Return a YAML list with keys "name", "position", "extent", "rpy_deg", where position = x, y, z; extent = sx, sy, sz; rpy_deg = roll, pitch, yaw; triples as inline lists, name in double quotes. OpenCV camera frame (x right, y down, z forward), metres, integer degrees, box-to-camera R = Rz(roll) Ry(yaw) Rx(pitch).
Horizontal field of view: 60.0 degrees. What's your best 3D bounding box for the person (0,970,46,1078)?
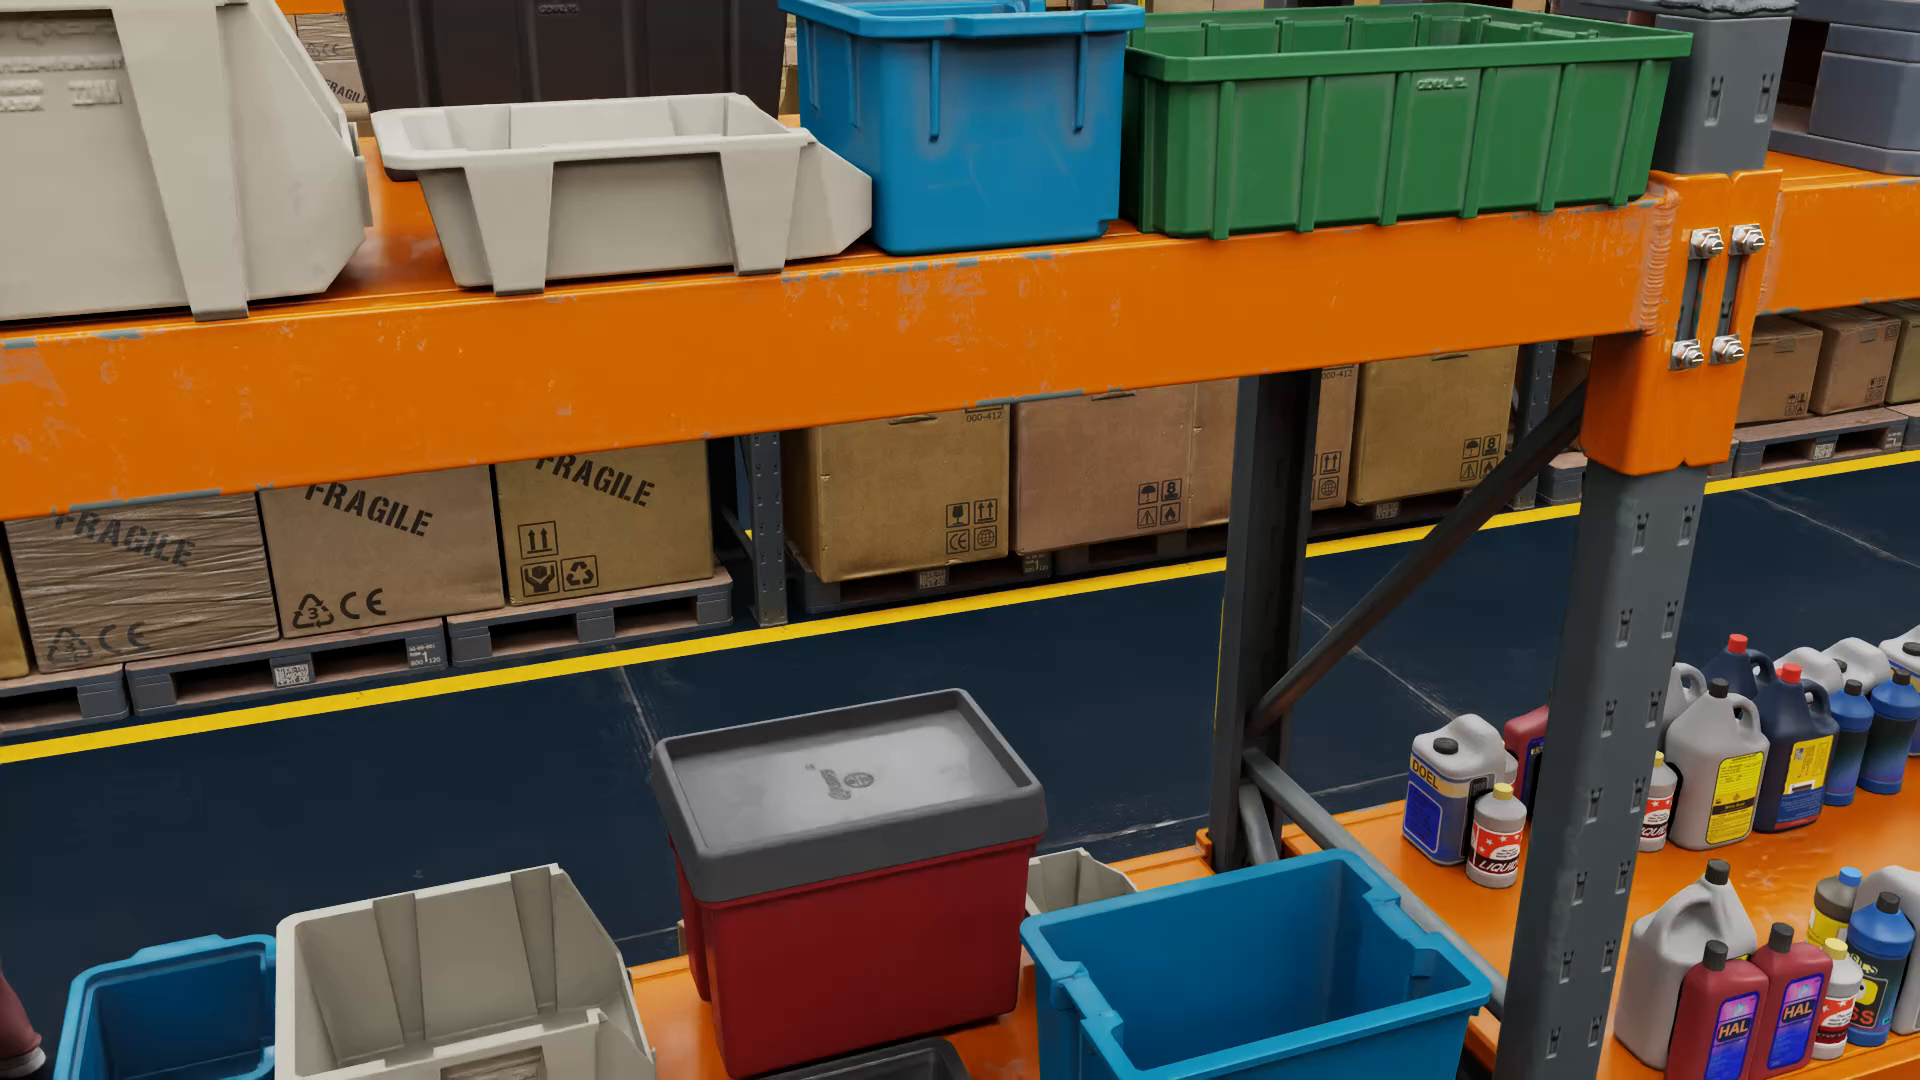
- name: "person"
  position: [-2.786, 0.782, 4.248]
  extent: [0.517, 1.723, 0.446]
  rpy_deg: [-11, 25, -25]
